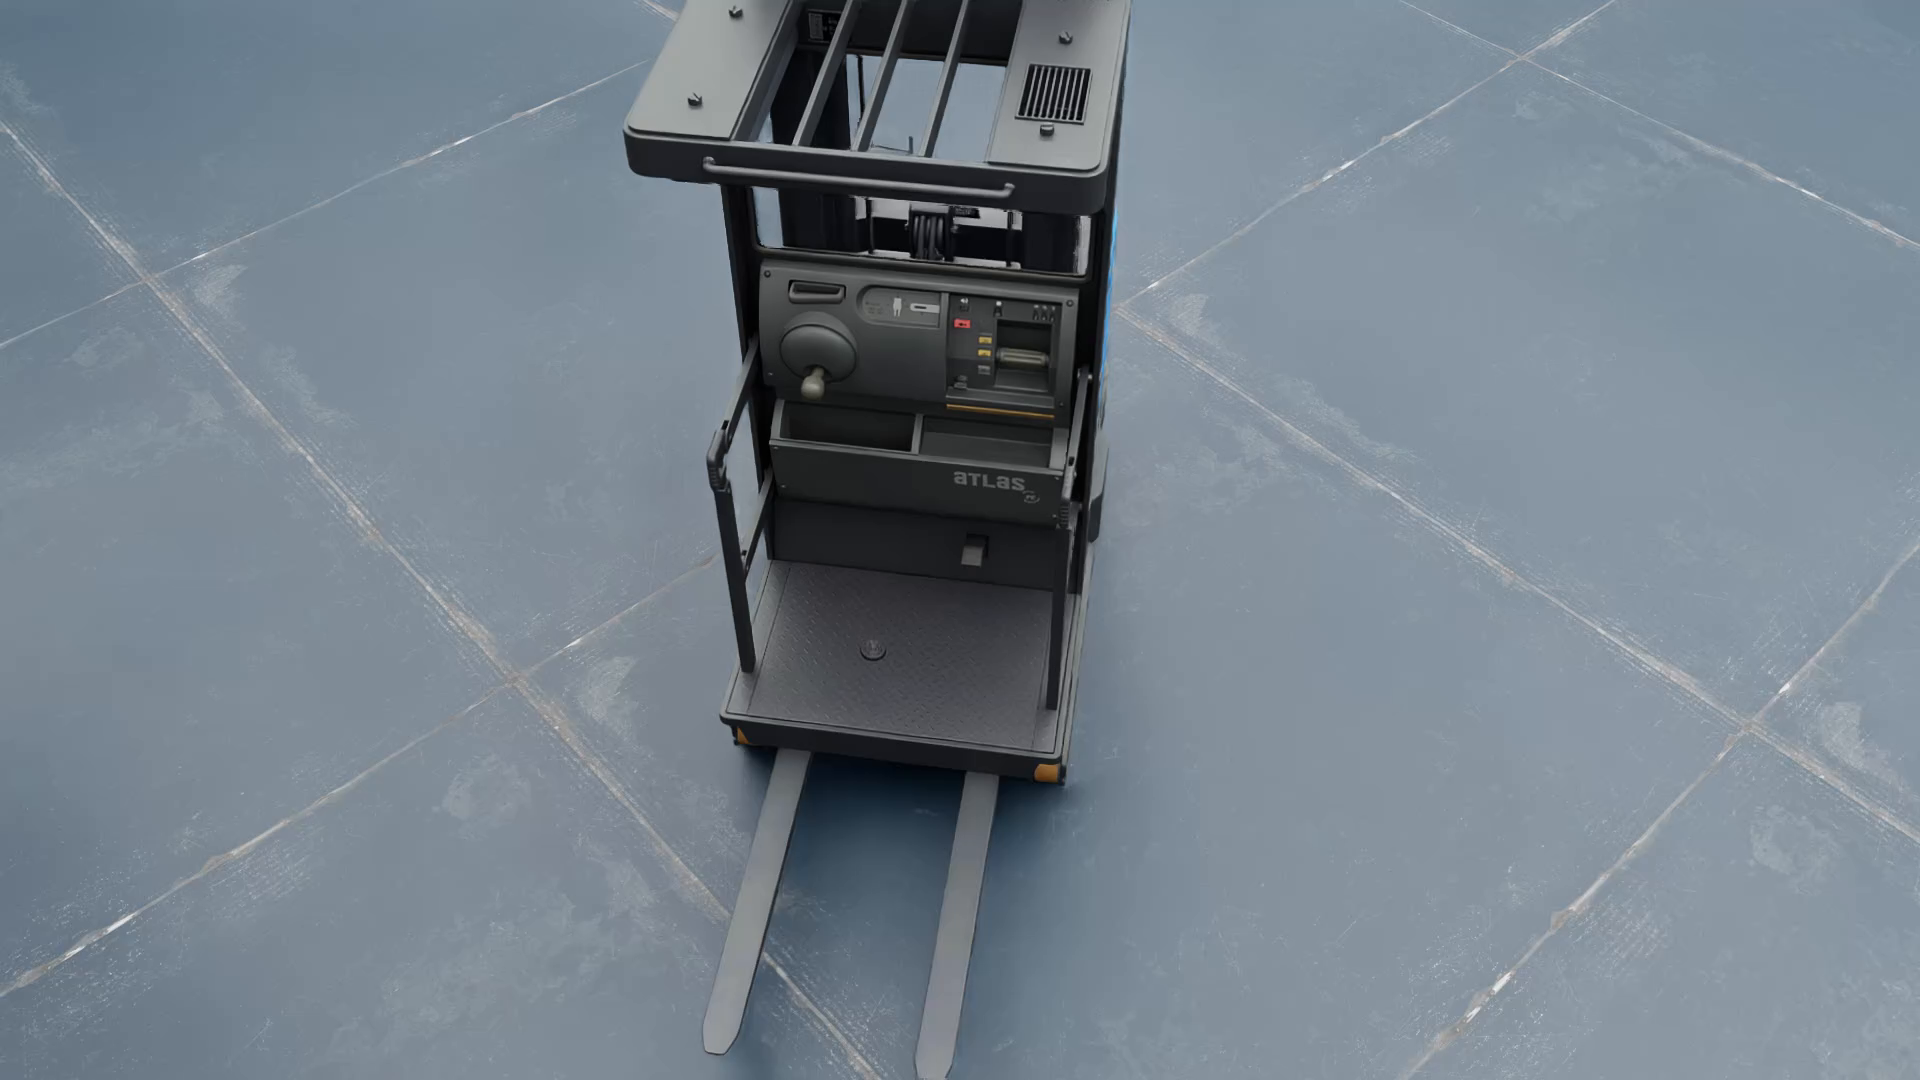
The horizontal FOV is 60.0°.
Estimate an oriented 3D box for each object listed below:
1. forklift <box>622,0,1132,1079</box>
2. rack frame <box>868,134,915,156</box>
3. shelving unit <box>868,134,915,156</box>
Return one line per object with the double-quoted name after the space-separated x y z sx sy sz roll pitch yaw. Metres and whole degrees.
-0.156 -0.480 4.698 1.130 2.935 3.031 6 48 6 "forklift"
-0.269 -1.179 6.623 0.200 1.050 0.008 12 48 11 "rack frame"
-0.302 -1.093 6.544 0.215 1.050 0.252 12 48 11 "shelving unit"
